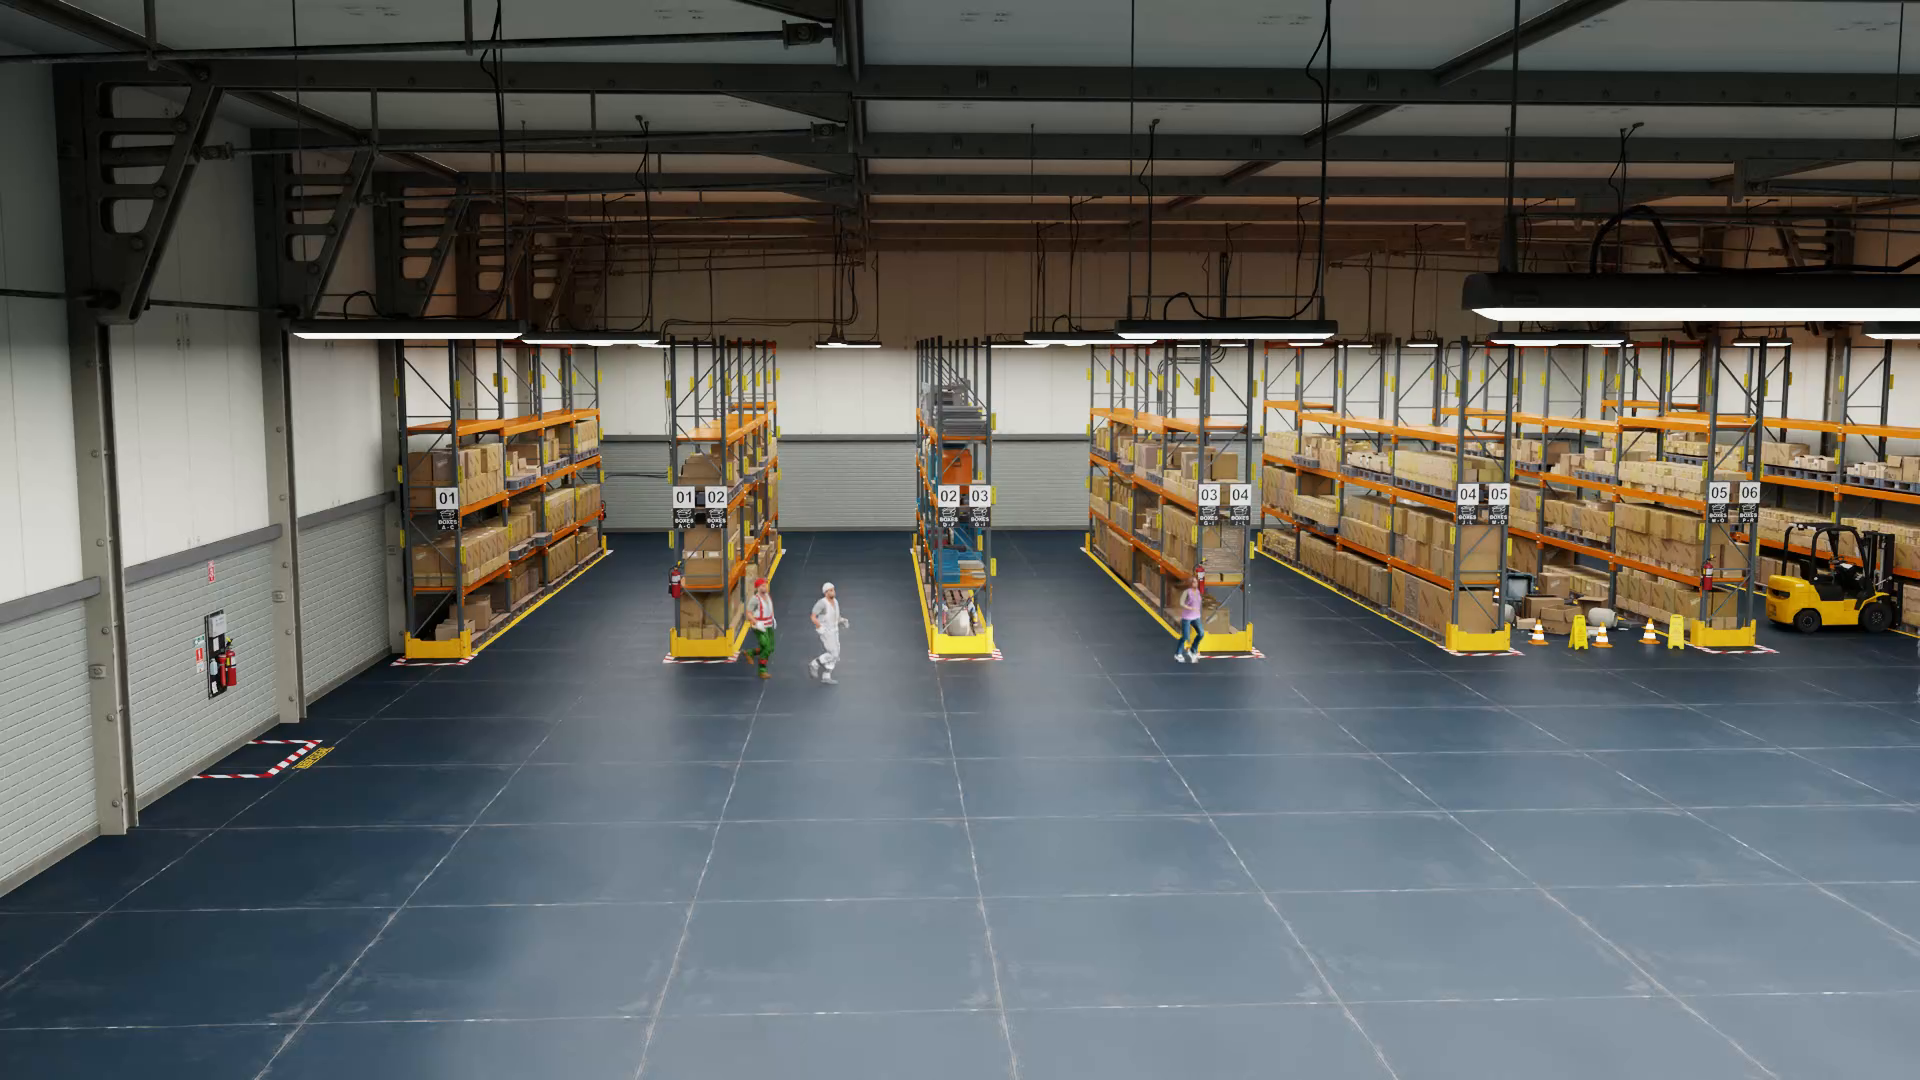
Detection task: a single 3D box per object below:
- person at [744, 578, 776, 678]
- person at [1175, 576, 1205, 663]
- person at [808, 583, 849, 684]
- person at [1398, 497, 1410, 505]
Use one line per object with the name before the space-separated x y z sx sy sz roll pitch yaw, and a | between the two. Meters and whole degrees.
person | -3.549 1.537 29.294 0.664 1.763 0.674 4 8 32
person | 4.268 1.472 30.613 0.580 1.617 0.609 -4 8 -31
person | -2.259 1.603 28.713 0.632 1.751 0.644 3 7 28
person | 13.254 -0.679 49.483 0.740 1.584 0.640 0 6 3
